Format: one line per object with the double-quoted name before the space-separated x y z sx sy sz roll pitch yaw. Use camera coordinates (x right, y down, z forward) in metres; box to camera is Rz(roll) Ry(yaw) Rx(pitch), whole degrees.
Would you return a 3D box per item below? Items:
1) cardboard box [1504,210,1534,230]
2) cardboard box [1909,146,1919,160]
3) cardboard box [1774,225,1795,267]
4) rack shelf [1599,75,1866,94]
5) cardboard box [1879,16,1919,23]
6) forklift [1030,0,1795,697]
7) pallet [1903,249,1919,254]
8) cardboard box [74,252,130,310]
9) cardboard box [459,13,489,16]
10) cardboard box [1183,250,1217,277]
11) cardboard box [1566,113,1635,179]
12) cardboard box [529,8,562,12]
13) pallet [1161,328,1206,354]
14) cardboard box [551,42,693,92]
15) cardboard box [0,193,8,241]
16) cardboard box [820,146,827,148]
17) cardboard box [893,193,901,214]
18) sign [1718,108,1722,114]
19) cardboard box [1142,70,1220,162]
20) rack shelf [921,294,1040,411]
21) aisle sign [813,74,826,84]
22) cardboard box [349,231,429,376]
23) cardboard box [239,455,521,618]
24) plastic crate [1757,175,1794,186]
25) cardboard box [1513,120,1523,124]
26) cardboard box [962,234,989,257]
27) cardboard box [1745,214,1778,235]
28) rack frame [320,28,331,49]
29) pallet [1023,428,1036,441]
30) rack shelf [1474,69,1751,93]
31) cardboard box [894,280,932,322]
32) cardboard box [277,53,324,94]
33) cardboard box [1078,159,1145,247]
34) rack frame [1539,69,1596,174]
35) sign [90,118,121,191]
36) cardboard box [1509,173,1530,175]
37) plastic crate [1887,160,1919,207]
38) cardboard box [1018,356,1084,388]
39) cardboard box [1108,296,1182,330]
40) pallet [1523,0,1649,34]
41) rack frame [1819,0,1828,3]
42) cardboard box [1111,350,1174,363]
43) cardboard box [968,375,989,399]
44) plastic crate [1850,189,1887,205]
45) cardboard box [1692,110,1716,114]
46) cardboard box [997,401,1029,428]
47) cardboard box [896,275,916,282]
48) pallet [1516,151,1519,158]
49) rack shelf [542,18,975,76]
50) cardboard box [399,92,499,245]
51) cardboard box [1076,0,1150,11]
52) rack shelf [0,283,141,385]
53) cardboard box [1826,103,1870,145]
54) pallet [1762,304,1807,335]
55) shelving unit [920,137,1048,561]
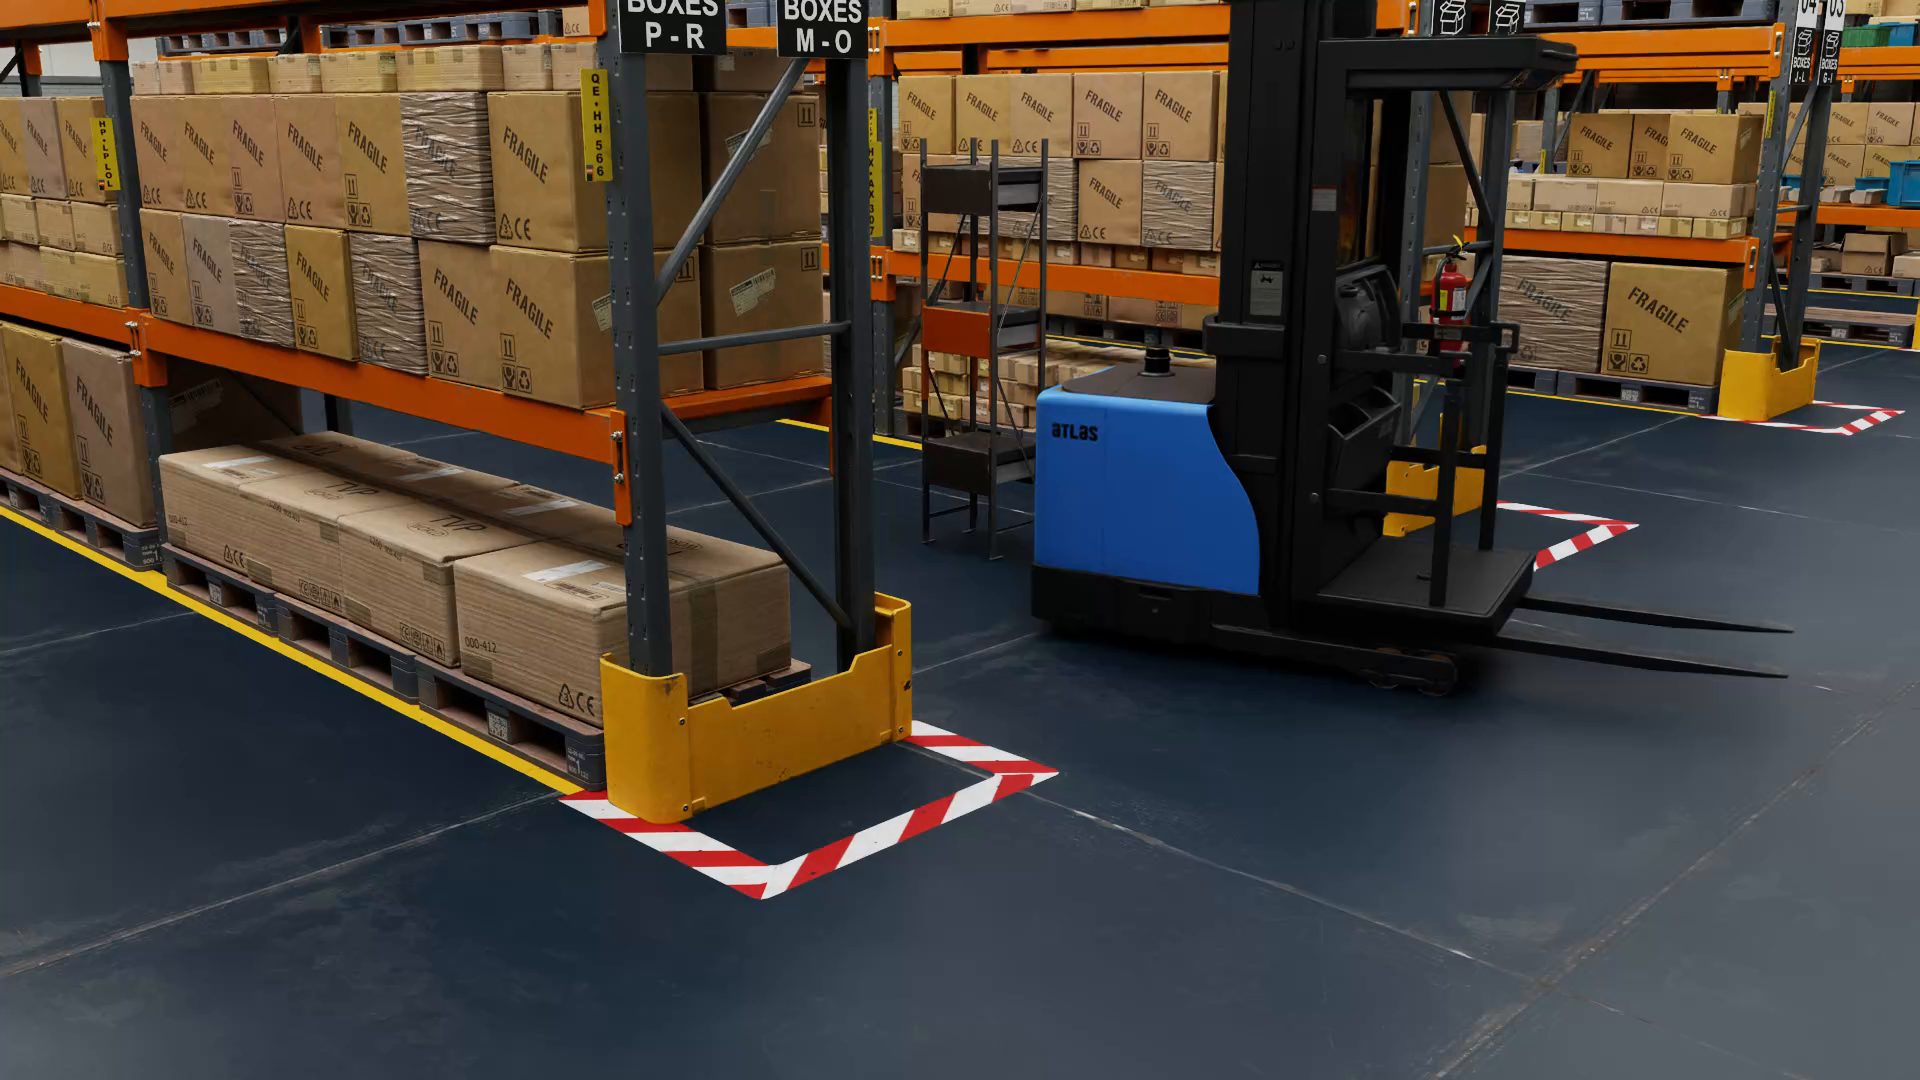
"cardboard box" 4.595 -2.609 13.494 0.380 0.149 0.250 -14 20 -43
"cardboard box" 11.816 -4.514 20.108 0.500 0.500 0.500 14 20 43
"cardboard box" 10.786 -3.913 22.085 0.500 0.500 0.500 14 20 42
"rack shelf" 12.175 -7.311 26.520 4.000 0.370 1.077 14 20 42
"cardboard box" 11.430 -6.184 20.075 0.500 0.250 0.500 14 20 42
"forklift" 1.861 -0.951 6.771 3.031 2.935 1.130 8 16 27
"pallet" 14.108 -4.361 25.250 1.213 0.211 1.003 14 20 42
"cardboard box" -4.076 -1.322 8.353 0.500 0.250 0.500 13 19 41
"cardboard box" -4.540 -4.983 14.928 0.500 0.500 0.500 14 20 42
"cardboard box" 1.521 -1.645 9.796 0.250 0.149 0.380 13 19 40
"cardboard box" 5.285 -3.205 13.503 0.500 0.500 0.500 13 19 41
"cardboard box" -3.463 -4.804 14.619 0.500 0.311 0.500 14 20 42
"pallet" 2.693 -1.932 15.930 1.213 0.211 1.003 14 20 42
"cardboard box" -1.096 -1.534 5.403 0.250 0.149 0.380 14 20 43
"cardboard box" -5.186 -1.826 9.298 0.500 0.250 0.500 14 20 43
"cardboard box" -0.929 -2.982 12.912 0.250 0.149 0.380 13 20 42
"cardboard box" -0.638 -2.393 11.833 0.250 0.149 0.380 13 20 41
"sign" 9.797 -5.417 21.476 0.005 0.325 0.100 14 20 42
"cardboard box" 1.417 -2.467 9.680 0.500 0.500 0.500 -13 20 -41
"rack shelf" 0.119 -0.974 8.560 0.480 0.518 0.431 14 20 42
"aisle sign" -2.155 -7.377 26.139 0.004 0.787 0.394 14 20 42
"cardboard box" -1.957 -0.925 6.335 0.500 0.500 0.500 -14 20 -43
"cardboard box" -2.555 -0.039 7.382 0.875 0.438 0.875 13 19 41
"plastic crate" 8.505 -3.693 17.371 0.300 0.233 0.416 14 20 42
"cardboard box" 9.478 -7.113 29.213 0.500 0.500 0.700 14 20 42
"cardboard box" 0.228 -1.978 11.074 0.250 0.149 0.380 13 19 40
"cardboard box" 6.154 -2.461 12.926 0.250 0.149 0.380 14 20 43
"rack frame" -5.974 -3.678 17.098 0.127 3.000 1.000 14 20 42
"pallet" 1.176 -0.604 10.831 1.213 0.211 1.003 14 20 42
"rack shelf" 8.740 -6.411 23.067 4.000 0.370 1.077 14 20 42
"cardboard box" -0.563 -1.812 12.573 0.500 0.250 0.500 13 19 40
"cardboard box" -2.447 -1.835 6.559 0.250 0.149 0.380 14 20 42
"cardboard box" 1.072 -2.069 10.136 0.500 0.500 0.500 -13 20 -41
"rack frame" 6.739 -4.059 18.563 0.127 3.000 1.000 14 20 42
"sign" -3.947 -1.783 7.688 0.005 0.325 0.100 14 20 42
"cardboard box" 4.543 -3.023 14.291 0.500 0.250 0.500 -14 20 -43
"plastic crate" 9.247 -3.430 15.959 0.499 0.435 0.616 14 20 42
"cardboard box" 0.593 -1.096 10.832 0.380 0.149 0.250 -14 20 -43
"cardboard box" 2.182 -2.600 16.343 0.875 0.875 1.225 13 19 40
"pallet" 4.756 -4.210 13.369 1.213 0.211 1.003 14 20 42
"rack frame" 6.180 -5.363 11.669 0.127 3.000 1.000 14 20 42
"cardboard box" 1.212 -1.159 11.074 0.250 0.149 0.380 13 19 40
"cardboard box" 0.269 -1.060 11.282 0.250 0.149 0.380 14 20 42
"plastic crate" 8.905 -3.371 16.323 0.243 0.136 0.396 14 20 42
"cardboard box" 12.005 -6.727 26.487 0.500 0.250 0.500 13 20 41
"cardboard box" 0.448 -0.863 11.118 0.250 0.149 0.380 13 20 41
"cardboard box" -0.483 -3.072 18.859 0.500 0.500 0.700 12 19 38
"pallet" 10.149 -6.570 28.579 1.003 0.211 1.213 14 20 42
"rack shelf" -1.655 -3.731 12.781 4.000 0.370 1.077 14 20 42
"cardboard box" -1.607 -1.321 5.872 0.500 0.500 0.500 14 20 42
"cardboard box" 1.037 -3.255 9.824 0.500 0.250 0.500 -13 20 -42
"rack shelf" -5.018 -1.364 9.643 4.000 0.370 1.077 14 20 42
"cardboard box" 11.065 -5.176 20.668 0.500 0.500 0.500 13 19 41
"pallet" 8.177 -2.375 17.628 1.213 0.211 1.003 14 20 42
"shelving unit" 0.119 -0.987 8.556 0.503 2.100 0.431 14 20 42
